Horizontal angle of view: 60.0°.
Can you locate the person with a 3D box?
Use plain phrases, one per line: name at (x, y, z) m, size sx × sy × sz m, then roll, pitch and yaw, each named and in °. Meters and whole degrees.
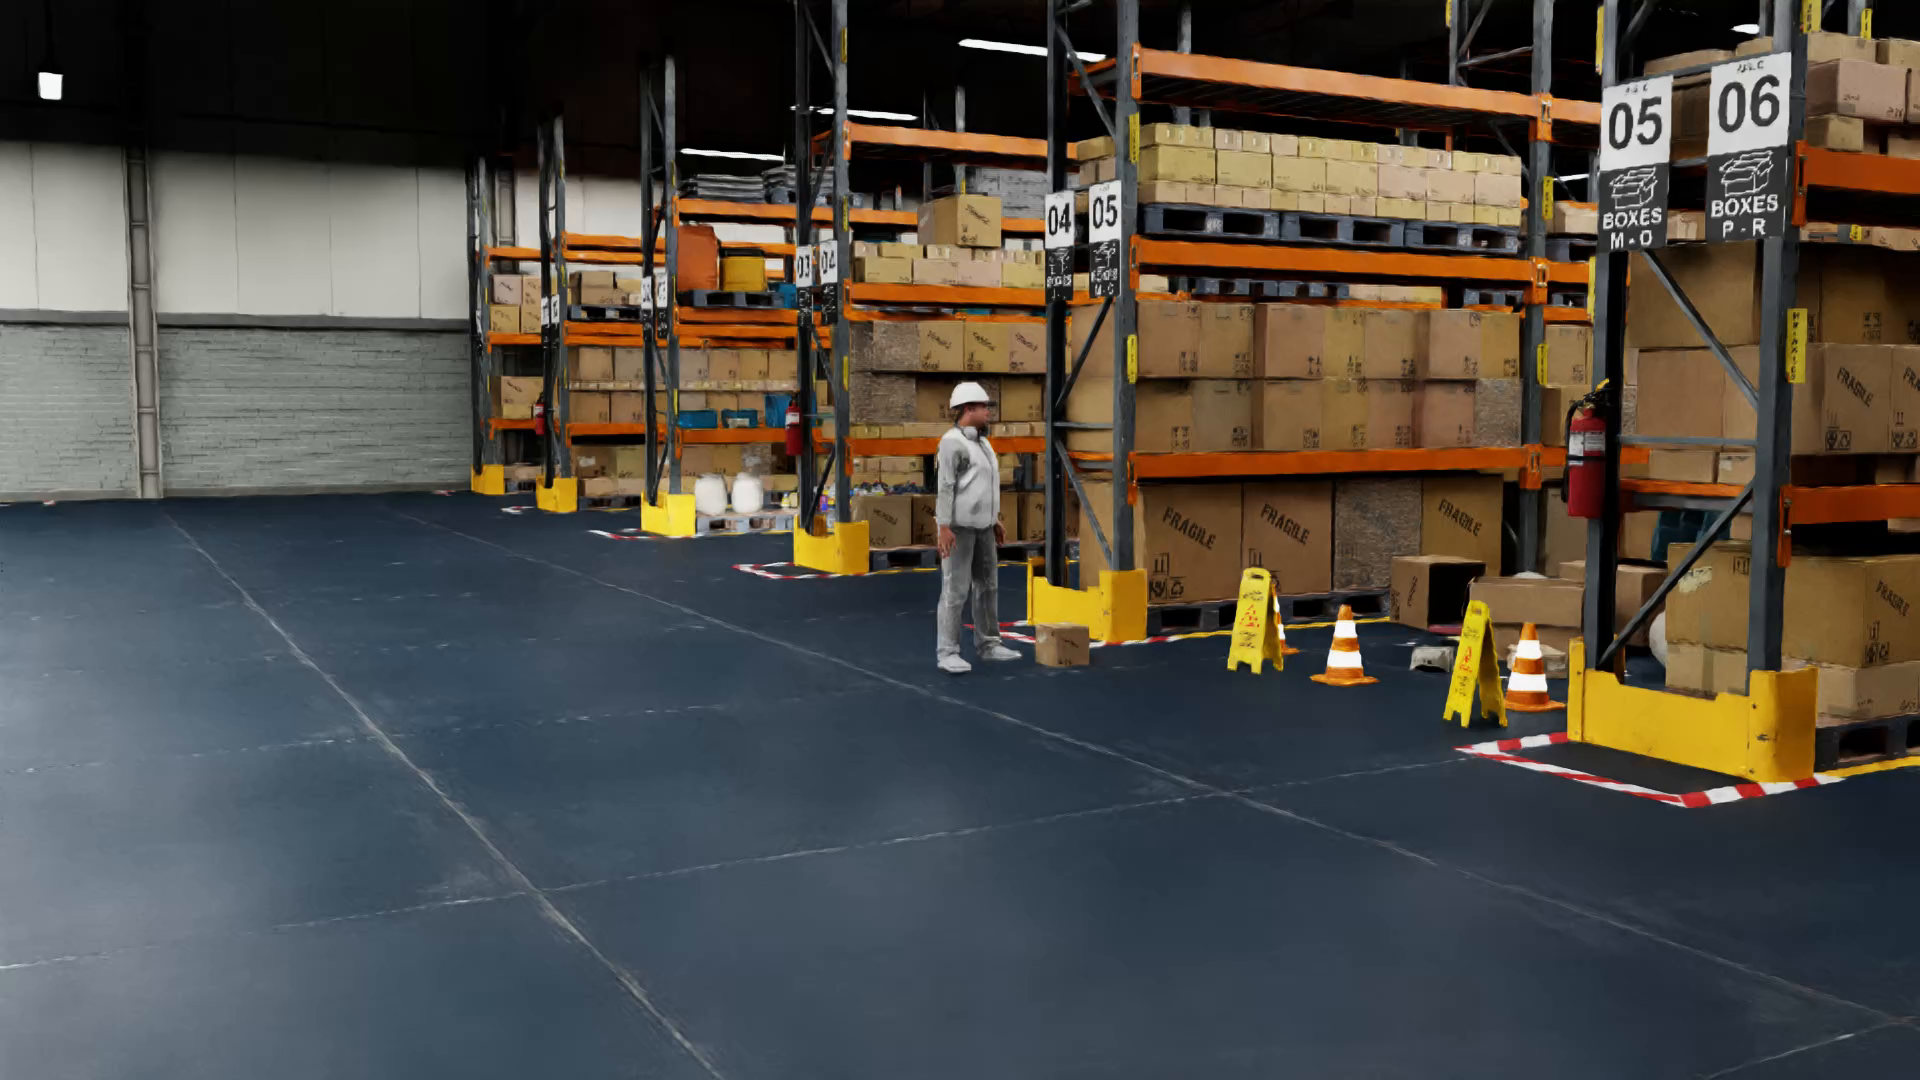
person at (0.097, -0.087, 10.339) m, size 0.516 × 1.781 × 0.582 m, roll 3°, pitch 6°, yaw 27°
